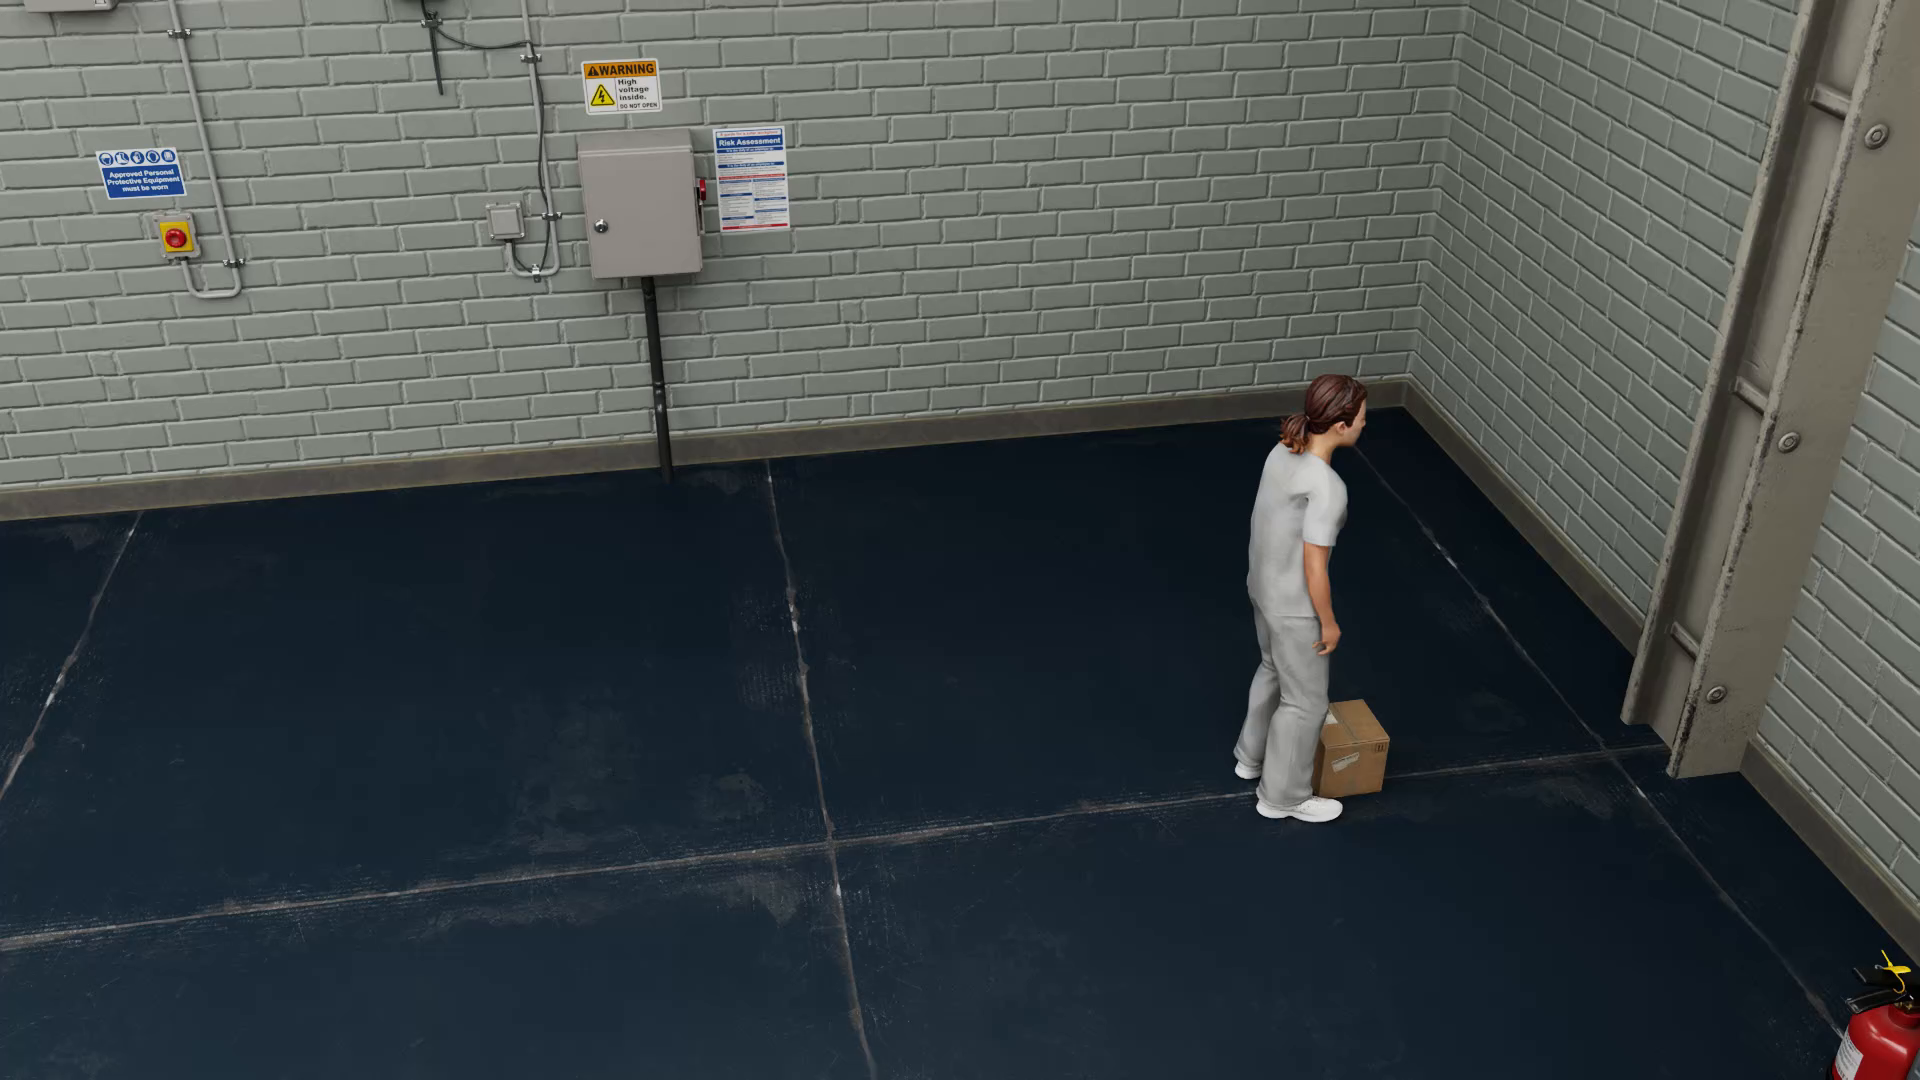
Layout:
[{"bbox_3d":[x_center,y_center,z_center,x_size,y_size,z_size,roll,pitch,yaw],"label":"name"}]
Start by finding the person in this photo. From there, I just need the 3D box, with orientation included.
[{"bbox_3d":[1.183,0.198,5.801,0.358,1.673,0.486,-5,31,-9],"label":"person"}]
